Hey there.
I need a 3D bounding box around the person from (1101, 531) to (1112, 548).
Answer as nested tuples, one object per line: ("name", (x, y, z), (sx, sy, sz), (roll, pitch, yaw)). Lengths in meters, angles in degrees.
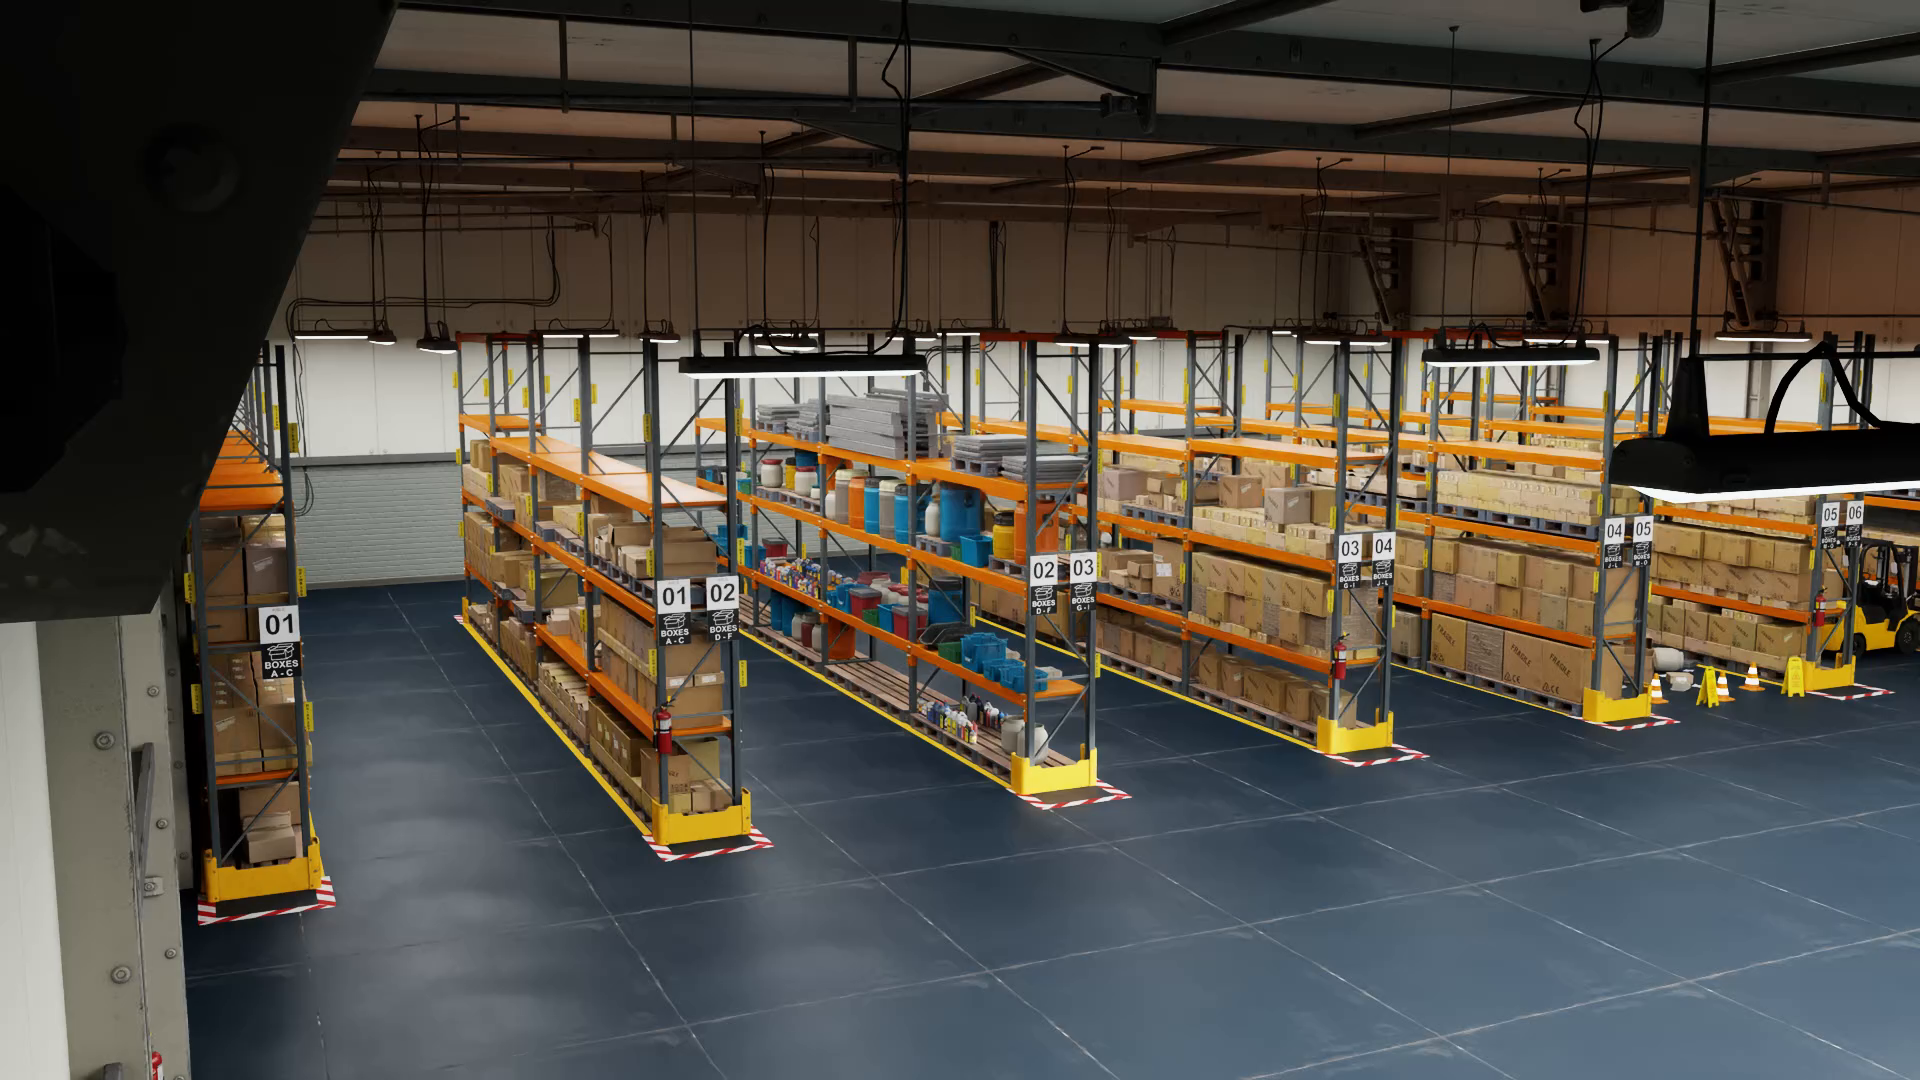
("person", (3.700, -0.180, 41.868), (1.017, 1.737, 0.533), (-1, 8, -8))
